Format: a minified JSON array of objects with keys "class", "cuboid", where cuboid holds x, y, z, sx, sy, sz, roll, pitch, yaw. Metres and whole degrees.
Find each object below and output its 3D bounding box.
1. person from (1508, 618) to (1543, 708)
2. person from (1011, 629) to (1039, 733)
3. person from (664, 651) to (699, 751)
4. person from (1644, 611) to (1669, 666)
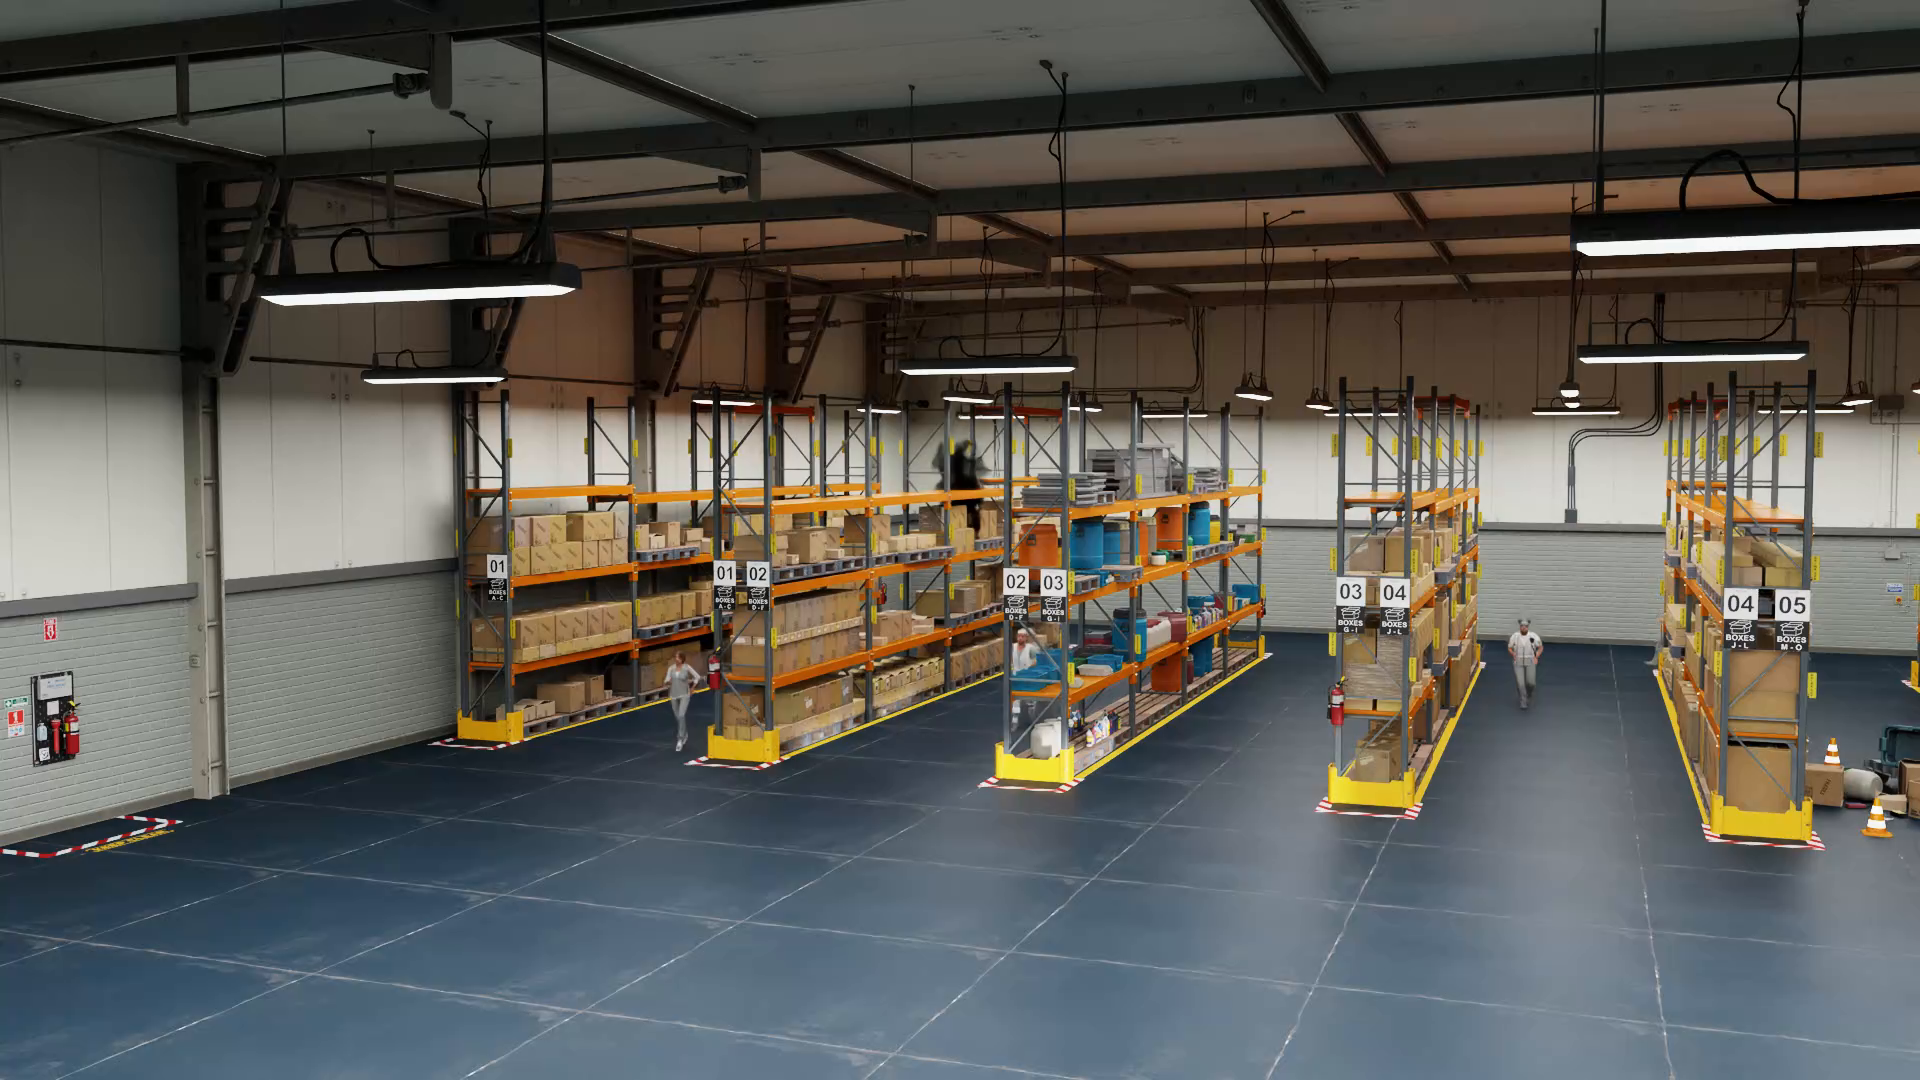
[{"class":"person","cuboid":[10.842,2.367,31.934,0.638,1.737,0.564,1,3,22]},{"class":"person","cuboid":[1.152,2.476,29.746,0.623,1.790,1.172,1,3,14]},{"class":"person","cuboid":[-4.657,2.660,27.662,0.531,1.585,0.756,1,3,14]},{"class":"person","cuboid":[16.022,2.033,37.620,0.976,1.723,0.689,1,3,21]}]
